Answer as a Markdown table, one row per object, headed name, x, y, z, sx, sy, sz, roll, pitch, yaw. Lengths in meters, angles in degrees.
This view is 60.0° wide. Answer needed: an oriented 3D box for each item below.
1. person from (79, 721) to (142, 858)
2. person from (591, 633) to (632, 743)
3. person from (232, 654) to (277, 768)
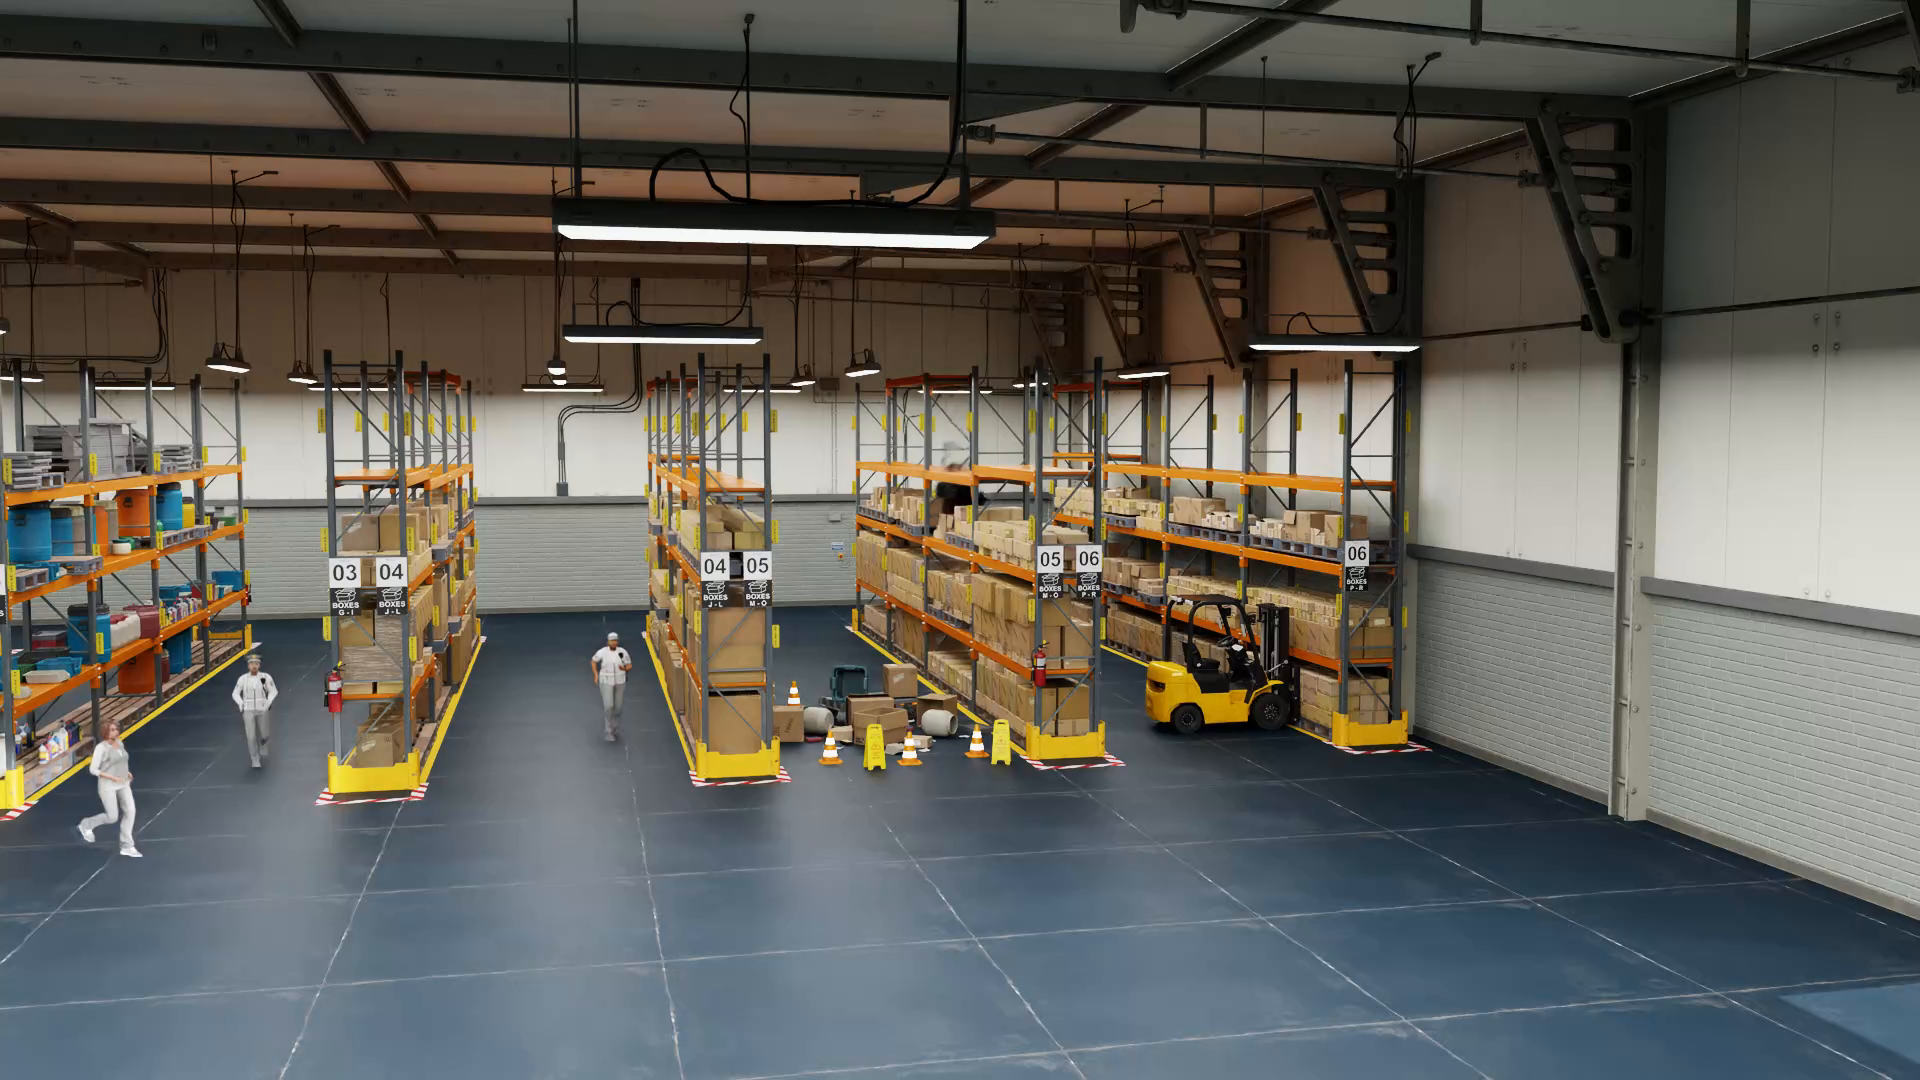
| name | x | y | z | sx | sy | sz | roll | pitch | yaw |
| --- | --- | --- | --- | --- | --- | --- | --- | --- | --- |
| person | -9.861 | 2.885 | 19.320 | 0.805 | 1.585 | 0.552 | 1 | 4 | 17 |
| person | -5.535 | 2.330 | 26.492 | 0.574 | 1.727 | 0.754 | -2 | 4 | -26 |
| person | -10.322 | 2.482 | 24.352 | 0.614 | 1.647 | 0.580 | -2 | 4 | -23 |
